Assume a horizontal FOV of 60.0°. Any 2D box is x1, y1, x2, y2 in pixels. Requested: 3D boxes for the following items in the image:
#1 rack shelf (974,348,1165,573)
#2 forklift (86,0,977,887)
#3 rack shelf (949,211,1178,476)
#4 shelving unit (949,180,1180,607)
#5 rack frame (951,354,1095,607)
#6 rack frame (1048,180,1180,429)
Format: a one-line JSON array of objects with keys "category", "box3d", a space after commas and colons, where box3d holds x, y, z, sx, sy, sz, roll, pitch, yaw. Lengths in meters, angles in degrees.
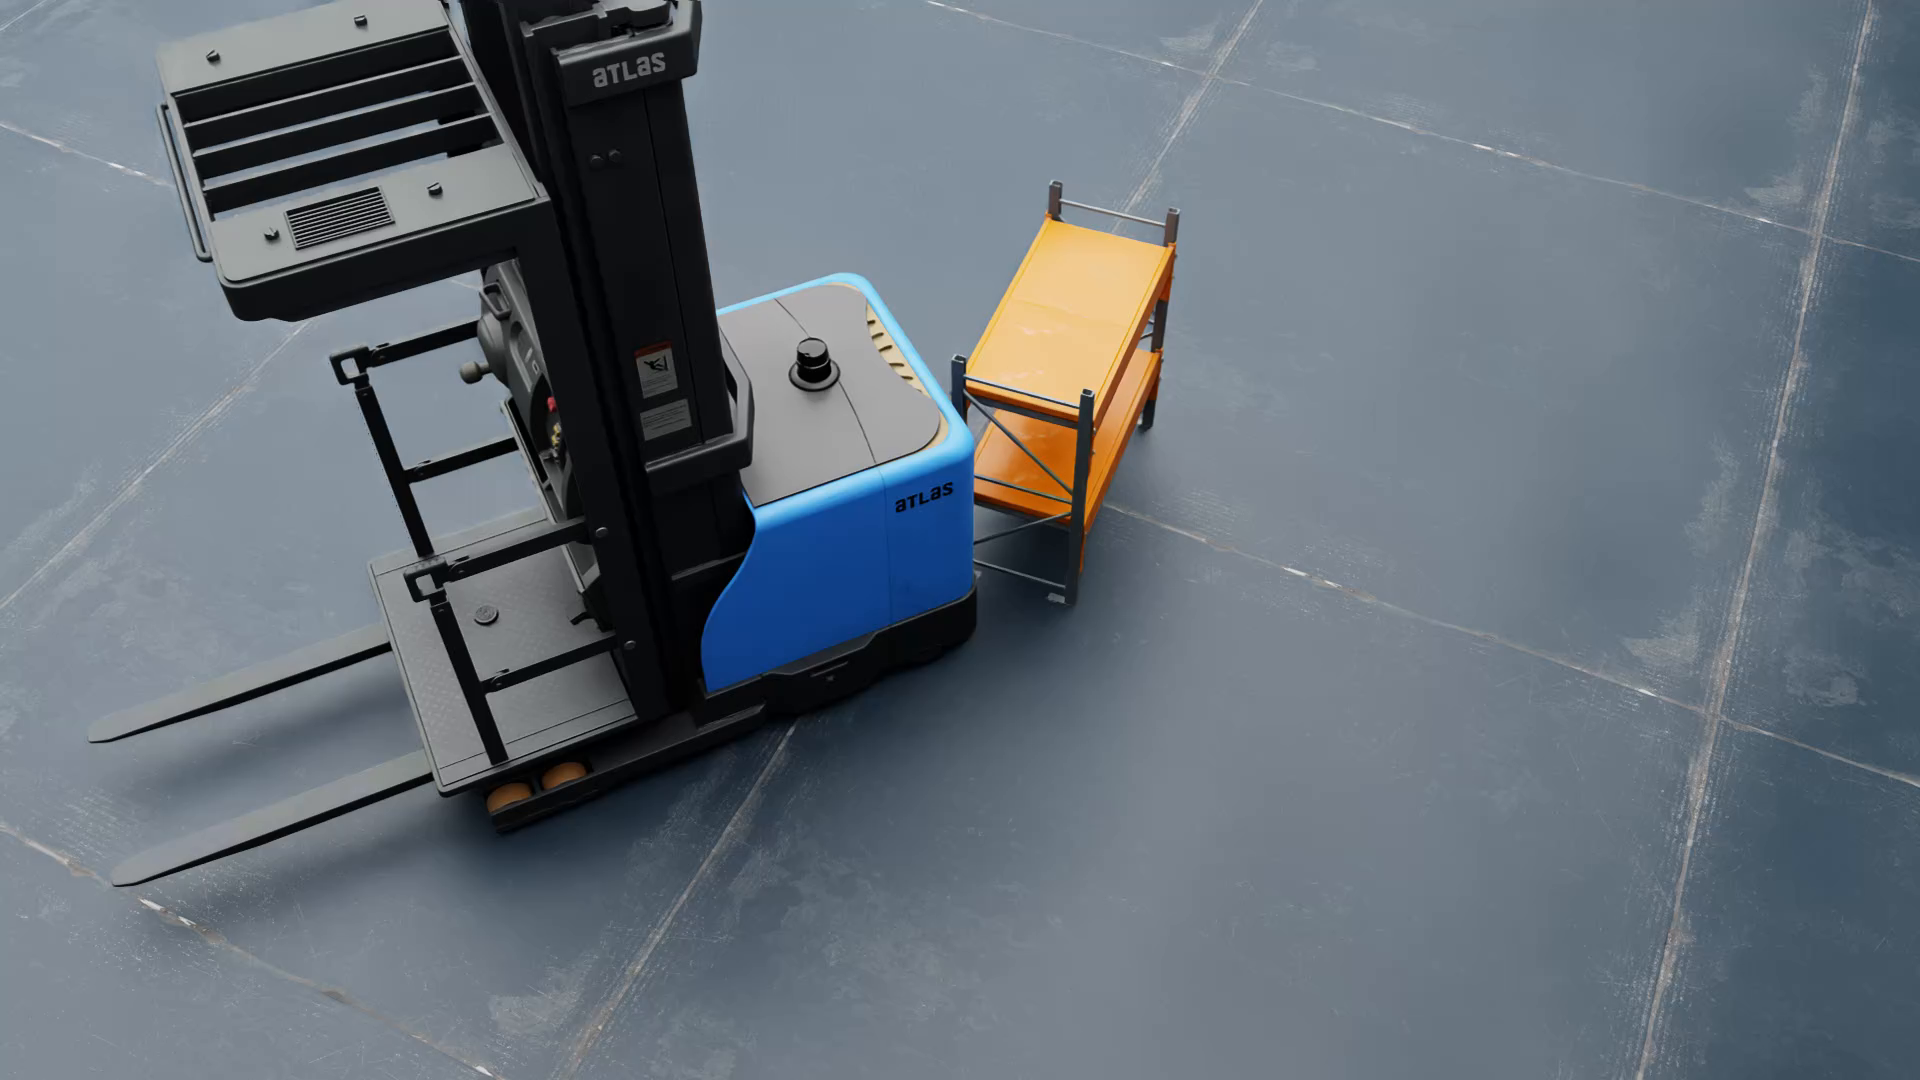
[{"category": "rack shelf", "box3d": [0.391, -0.389, 6.479, 0.538, 0.278, 1.000, 16, 52, 13]}, {"category": "forklift", "box3d": [-1.495, -0.423, 5.000, 3.031, 2.935, 1.130, -20, 53, -16]}, {"category": "rack shelf", "box3d": [0.391, -0.737, 6.070, 0.538, 0.278, 1.000, 16, 52, 13]}, {"category": "shelving unit", "box3d": [0.391, -0.548, 6.293, 0.538, 1.125, 1.048, 16, 52, 13]}, {"category": "rack frame", "box3d": [0.210, -0.186, 5.985, 0.500, 1.125, 0.032, 16, 52, 13]}, {"category": "rack frame", "box3d": [0.573, -0.909, 6.600, 0.500, 1.125, 0.032, 16, 52, 13]}]
